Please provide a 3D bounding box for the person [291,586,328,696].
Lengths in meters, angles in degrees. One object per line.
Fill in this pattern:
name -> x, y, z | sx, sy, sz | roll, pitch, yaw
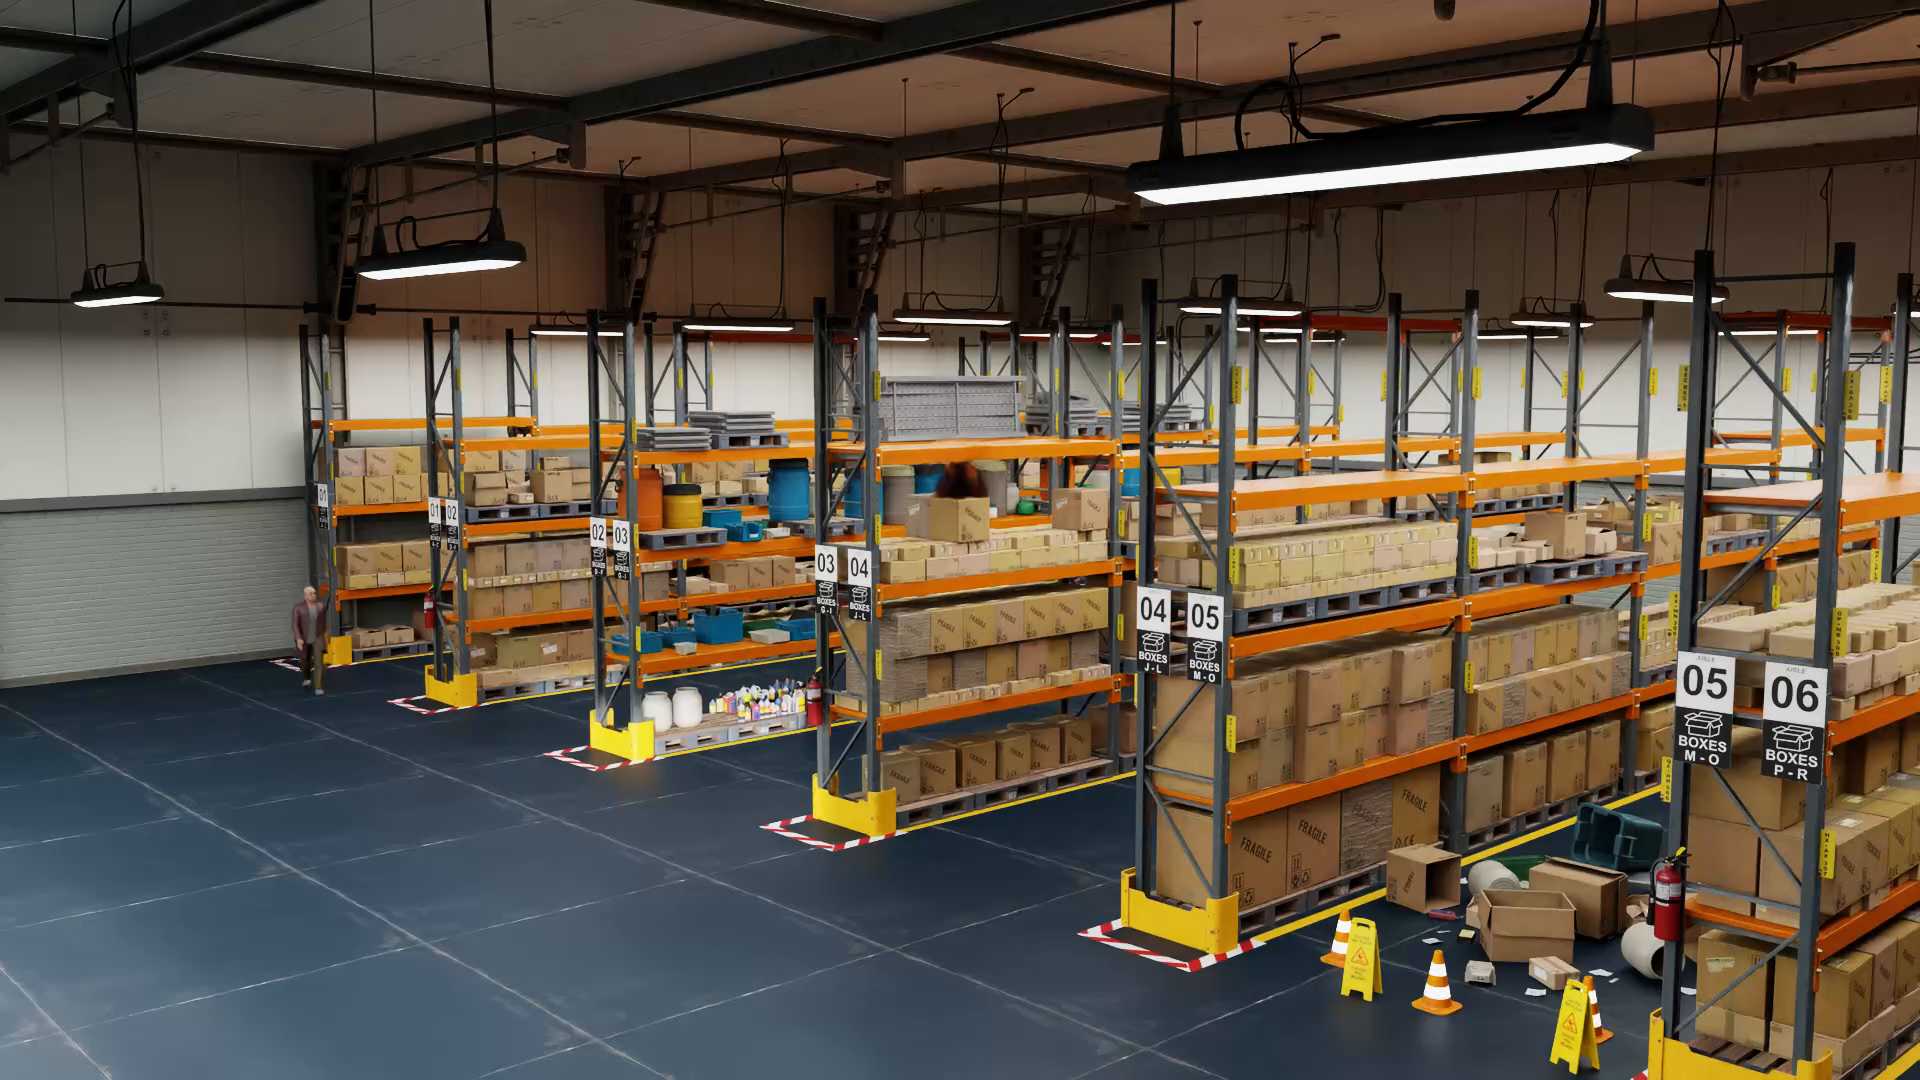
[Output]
person -> -10.457, 1.607, 26.749 | 0.541, 1.734, 1.075 | -2, 6, -23
